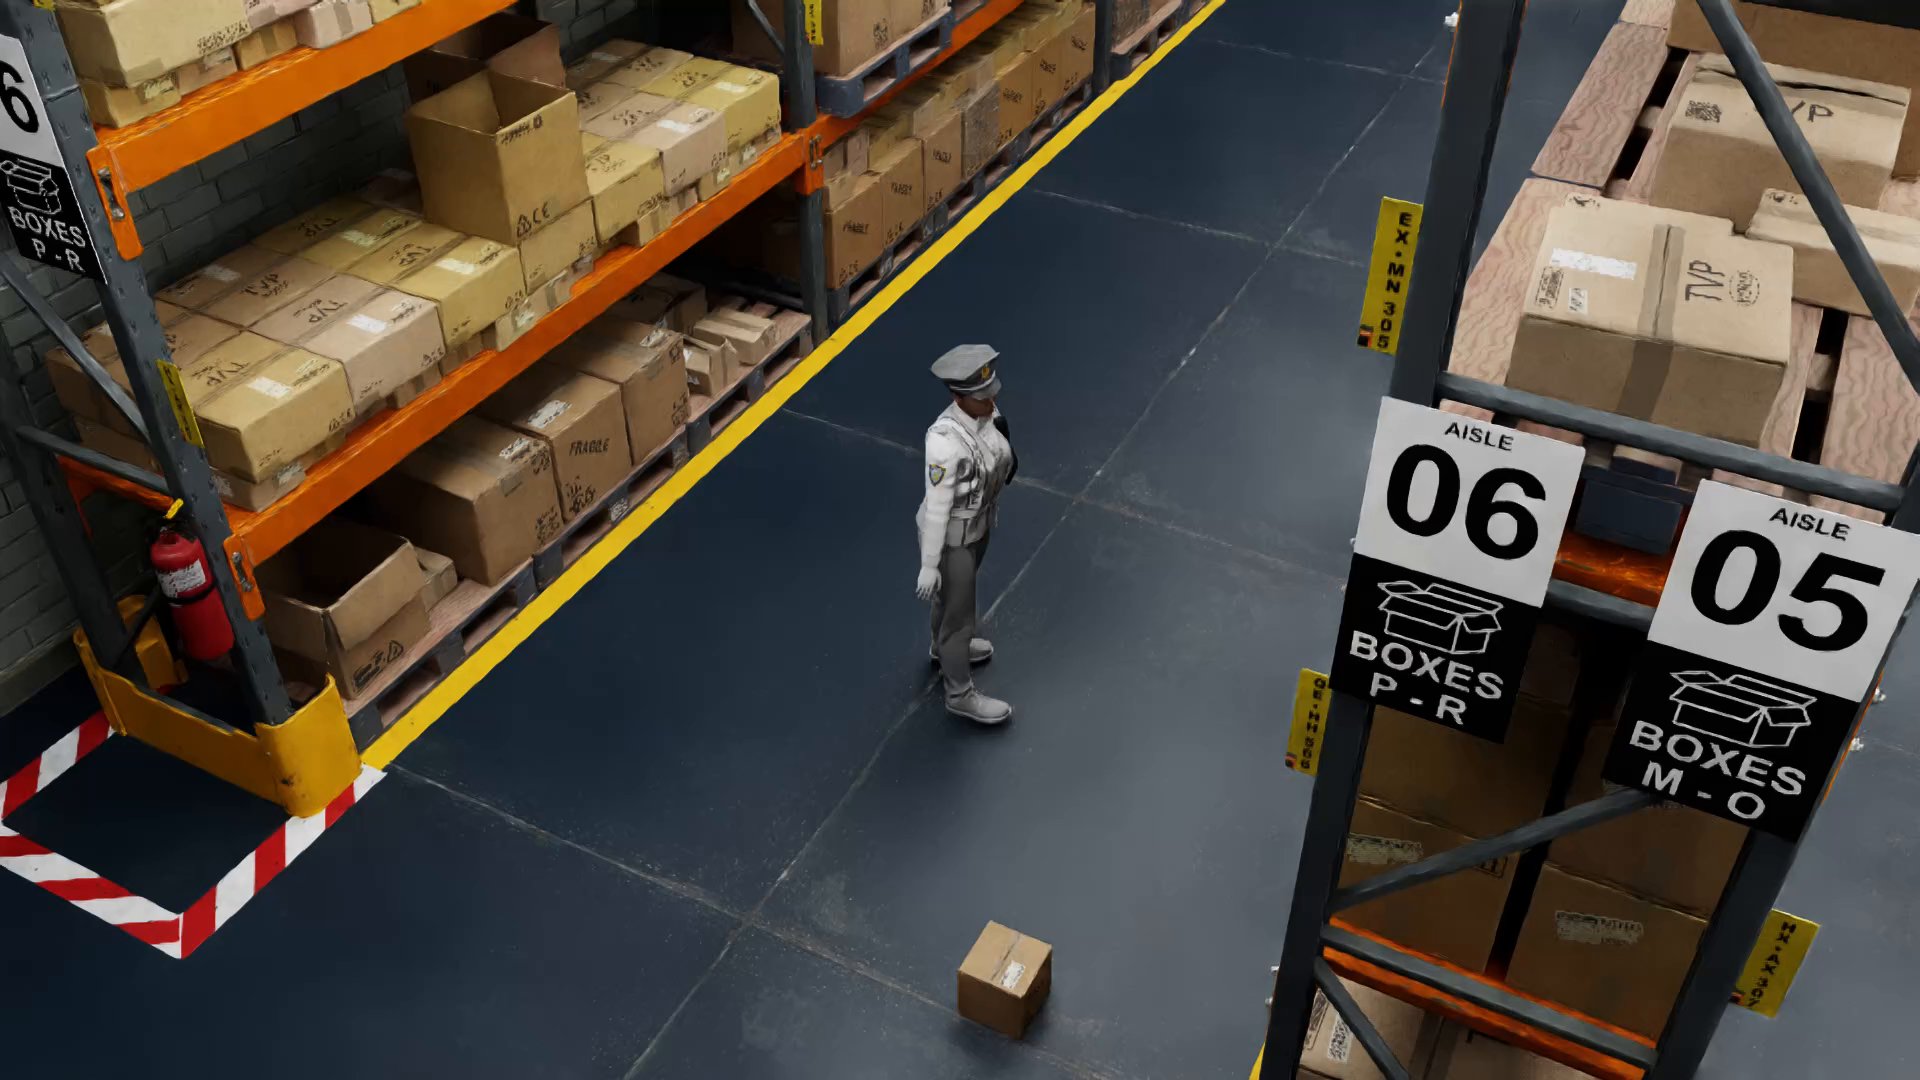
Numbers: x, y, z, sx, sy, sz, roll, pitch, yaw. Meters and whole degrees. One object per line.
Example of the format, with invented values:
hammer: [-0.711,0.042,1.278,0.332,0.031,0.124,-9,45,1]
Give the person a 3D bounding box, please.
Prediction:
person: [0.039,-0.014,6.712,0.488,1.679,0.648,15,41,18]
